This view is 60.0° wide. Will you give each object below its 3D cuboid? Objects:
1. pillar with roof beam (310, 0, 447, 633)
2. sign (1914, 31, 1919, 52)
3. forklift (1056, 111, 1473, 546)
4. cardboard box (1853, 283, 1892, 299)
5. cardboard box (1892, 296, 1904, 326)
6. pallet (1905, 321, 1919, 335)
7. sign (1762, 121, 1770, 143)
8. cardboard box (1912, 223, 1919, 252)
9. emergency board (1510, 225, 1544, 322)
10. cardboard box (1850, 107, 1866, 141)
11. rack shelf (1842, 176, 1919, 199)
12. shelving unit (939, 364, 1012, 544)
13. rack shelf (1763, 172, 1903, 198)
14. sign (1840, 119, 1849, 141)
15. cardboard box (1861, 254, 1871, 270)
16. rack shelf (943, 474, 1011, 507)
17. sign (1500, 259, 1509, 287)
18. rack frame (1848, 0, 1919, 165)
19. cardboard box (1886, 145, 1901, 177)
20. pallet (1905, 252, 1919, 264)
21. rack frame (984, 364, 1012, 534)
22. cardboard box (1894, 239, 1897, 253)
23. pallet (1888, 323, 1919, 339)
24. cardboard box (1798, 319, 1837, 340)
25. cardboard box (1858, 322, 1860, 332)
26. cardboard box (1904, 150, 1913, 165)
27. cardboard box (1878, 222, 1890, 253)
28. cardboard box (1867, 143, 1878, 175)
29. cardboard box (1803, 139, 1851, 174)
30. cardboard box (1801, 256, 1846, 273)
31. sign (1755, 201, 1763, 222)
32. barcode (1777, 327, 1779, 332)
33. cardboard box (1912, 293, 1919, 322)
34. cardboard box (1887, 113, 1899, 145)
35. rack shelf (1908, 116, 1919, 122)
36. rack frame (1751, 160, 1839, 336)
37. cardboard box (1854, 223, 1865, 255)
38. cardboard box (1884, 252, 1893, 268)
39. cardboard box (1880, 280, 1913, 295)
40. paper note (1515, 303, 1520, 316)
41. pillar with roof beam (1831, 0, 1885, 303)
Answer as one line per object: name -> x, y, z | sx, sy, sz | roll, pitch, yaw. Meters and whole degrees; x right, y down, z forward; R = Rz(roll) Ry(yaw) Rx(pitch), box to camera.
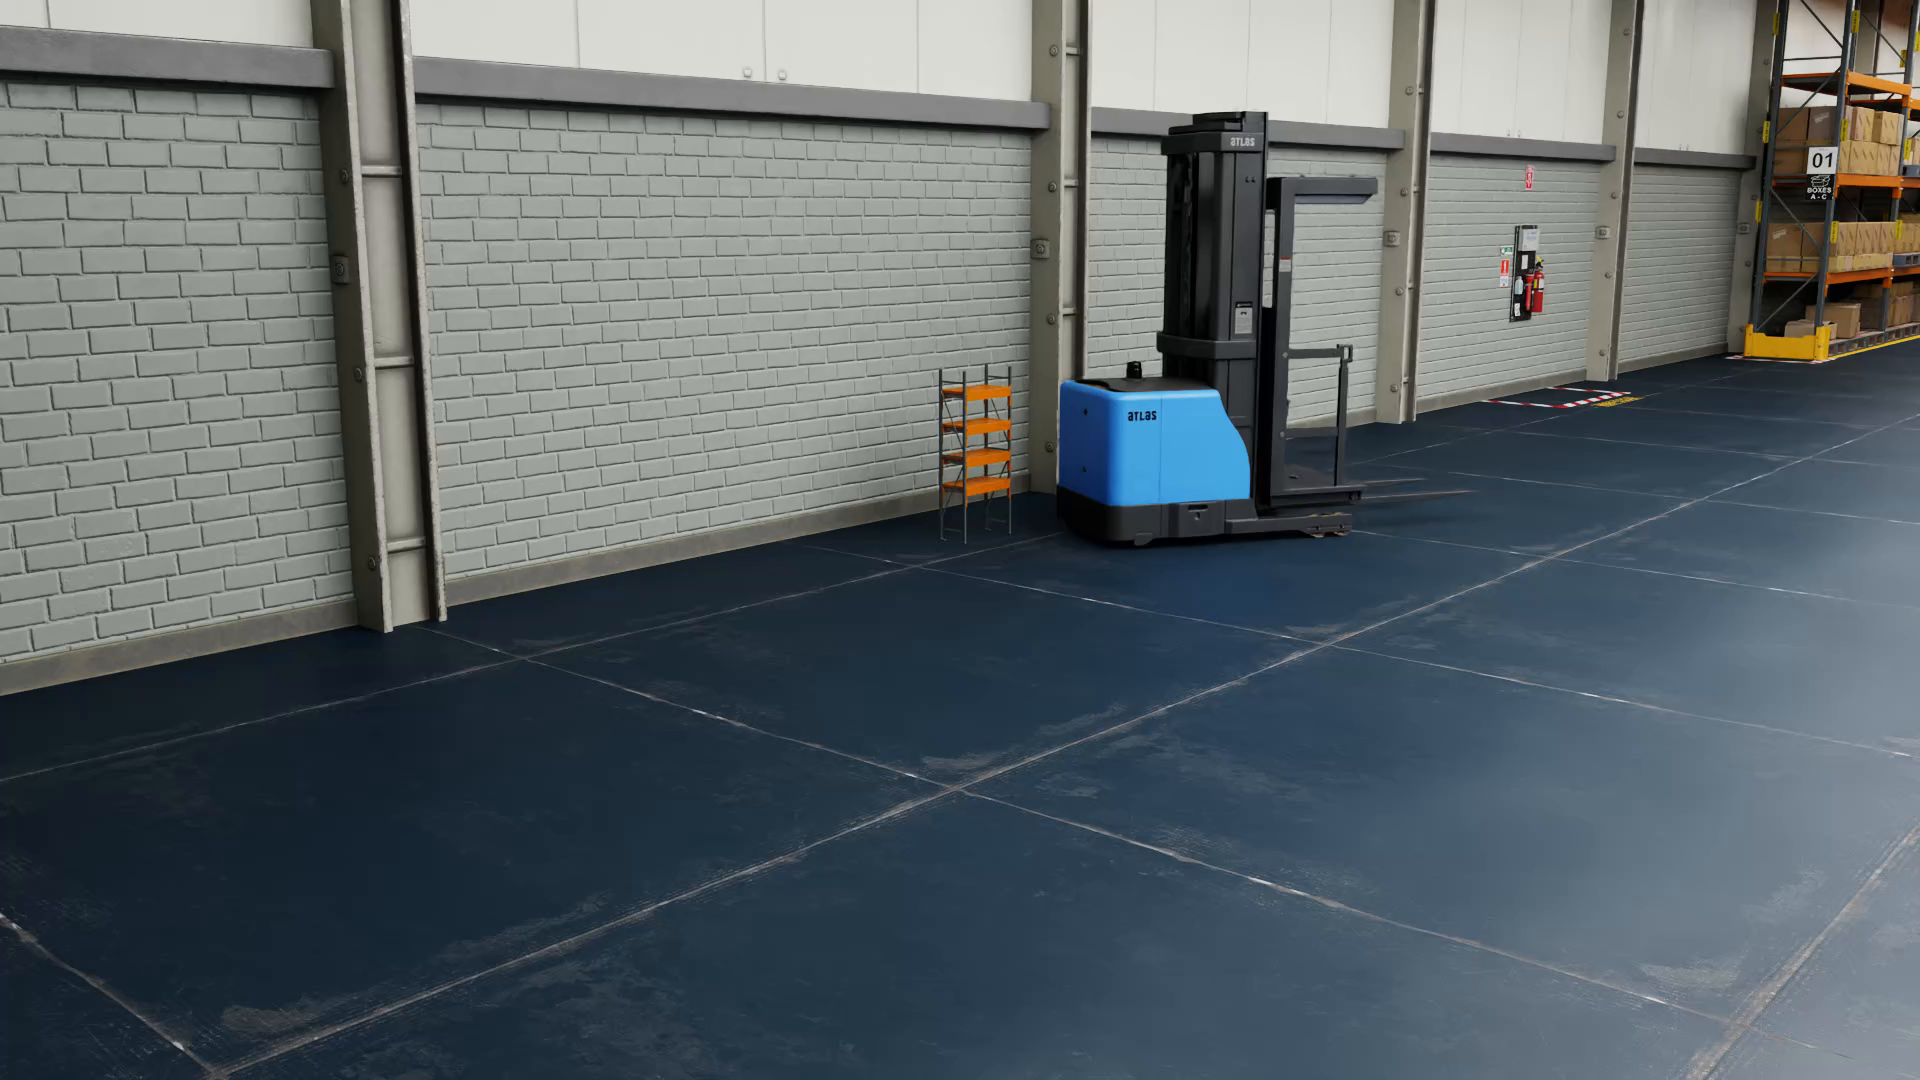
pillar with roof beam -> 0.078, -3.395, 5.732 | 9.100, 9.000, 0.400 | 10, 15, 40
sign -> 15.911, -8.280, 27.605 | 0.100, 0.325, 0.005 | 10, 15, 40
forklift -> 2.280, -1.547, 11.971 | 3.031, 2.935, 1.130 | -4, 12, -18
cardboard box -> 16.277, -4.447, 29.664 | 0.500, 0.250, 0.500 | 9, 15, 39
cardboard box -> 16.659, -4.167, 30.174 | 0.700, 0.500, 0.500 | 10, 15, 41
pallet -> 17.639, -4.020, 31.301 | 1.003, 0.211, 1.213 | 10, 15, 40
sign -> 12.471, -6.305, 25.703 | 0.100, 0.325, 0.005 | 10, 15, 40
cardboard box -> 17.047, -5.511, 30.265 | 0.700, 0.500, 0.500 | 10, 15, 40
emergency board -> 7.067, -3.299, 20.570 | 0.194, 1.169, 0.643 | 10, 15, 40
cardboard box -> 13.681, -6.438, 25.770 | 0.500, 0.500, 0.500 | 10, 15, 40
rack shelf -> 16.835, -6.327, 29.906 | 1.077, 0.370, 4.000 | 10, 15, 40
shelving unit -> 0.109, -0.613, 11.716 | 0.258, 1.200, 0.503 | 10, 15, 40
rack shelf -> 14.195, -5.738, 26.960 | 1.077, 0.370, 4.000 | 10, 15, 40
sign -> 13.282, -6.155, 24.979 | 0.100, 0.325, 0.005 | 10, 15, 40
cardboard box -> 14.444, -4.519, 27.010 | 0.500, 0.250, 0.500 | 10, 15, 41
rack shelf -> 0.109, -0.352, 11.768 | 0.258, 0.148, 0.480 | 10, 15, 40
sign -> 6.624, -3.248, 20.226 | 0.001, 0.329, 0.234 | 10, 15, 40
rack frame -> 15.515, -7.856, 28.069 | 1.000, 3.000, 0.127 | 10, 15, 40
cardboard box -> 15.366, -6.337, 27.817 | 0.500, 0.500, 0.500 | 10, 15, 42
pallet -> 16.880, -5.112, 30.137 | 1.003, 0.211, 1.213 | 10, 15, 40
rack frame -> 0.270, -0.649, 11.895 | 0.240, 1.200, 0.015 | 10, 15, 40
cardboard box -> 15.877, -5.249, 28.956 | 0.700, 0.500, 0.500 | 10, 15, 41
pallet -> 16.833, -3.842, 30.407 | 1.003, 0.211, 1.213 | 10, 15, 40
cardboard box -> 13.775, -3.397, 26.801 | 0.500, 0.311, 0.500 | -11, 15, -43
cardboard box -> 15.185, -3.658, 28.477 | 0.380, 0.166, 0.250 | 7, 14, 33
cardboard box -> 16.343, -6.708, 29.135 | 0.500, 0.311, 0.500 | 10, 15, 42
cardboard box -> 15.110, -5.034, 27.676 | 0.500, 0.500, 0.500 | 10, 15, 40
cardboard box -> 14.342, -6.105, 26.655 | 0.500, 0.500, 0.500 | 11, 16, 44
cardboard box -> 13.283, -5.872, 25.489 | 0.500, 0.500, 0.500 | 10, 15, 42
cardboard box -> 13.435, -4.293, 25.876 | 0.500, 0.250, 0.500 | 9, 15, 39
sign -> 12.471, -5.123, 25.939 | 0.100, 0.325, 0.005 | 10, 15, 40
barcode -> 13.111, -3.372, 26.653 | 0.001, 0.075, 0.075 | 10, 15, 40
cardboard box -> 17.720, -4.380, 31.240 | 0.700, 0.500, 0.500 | 10, 15, 41
cardboard box -> 15.032, -6.743, 27.295 | 0.500, 0.500, 0.500 | 11, 16, 43
rack shelf -> 19.476, -8.190, 32.598 | 1.077, 0.370, 4.000 | 10, 15, 40
rack frame -> 12.875, -4.326, 25.710 | 1.000, 3.000, 0.127 | 10, 15, 40
cardboard box -> 14.095, -4.808, 26.540 | 0.500, 0.500, 0.500 | 9, 14, 39
cardboard box -> 15.430, -4.741, 28.124 | 0.500, 0.250, 0.500 | 10, 15, 40
cardboard box -> 17.296, -4.672, 30.788 | 0.500, 0.250, 0.500 | 10, 15, 41
paper note -> 6.898, -2.850, 20.571 | 0.016, 0.148, 0.142 | 10, 15, 40
pillar with roof beam -> 19.882, -7.808, 27.831 | 9.100, 9.000, 0.548 | 10, 15, 40
